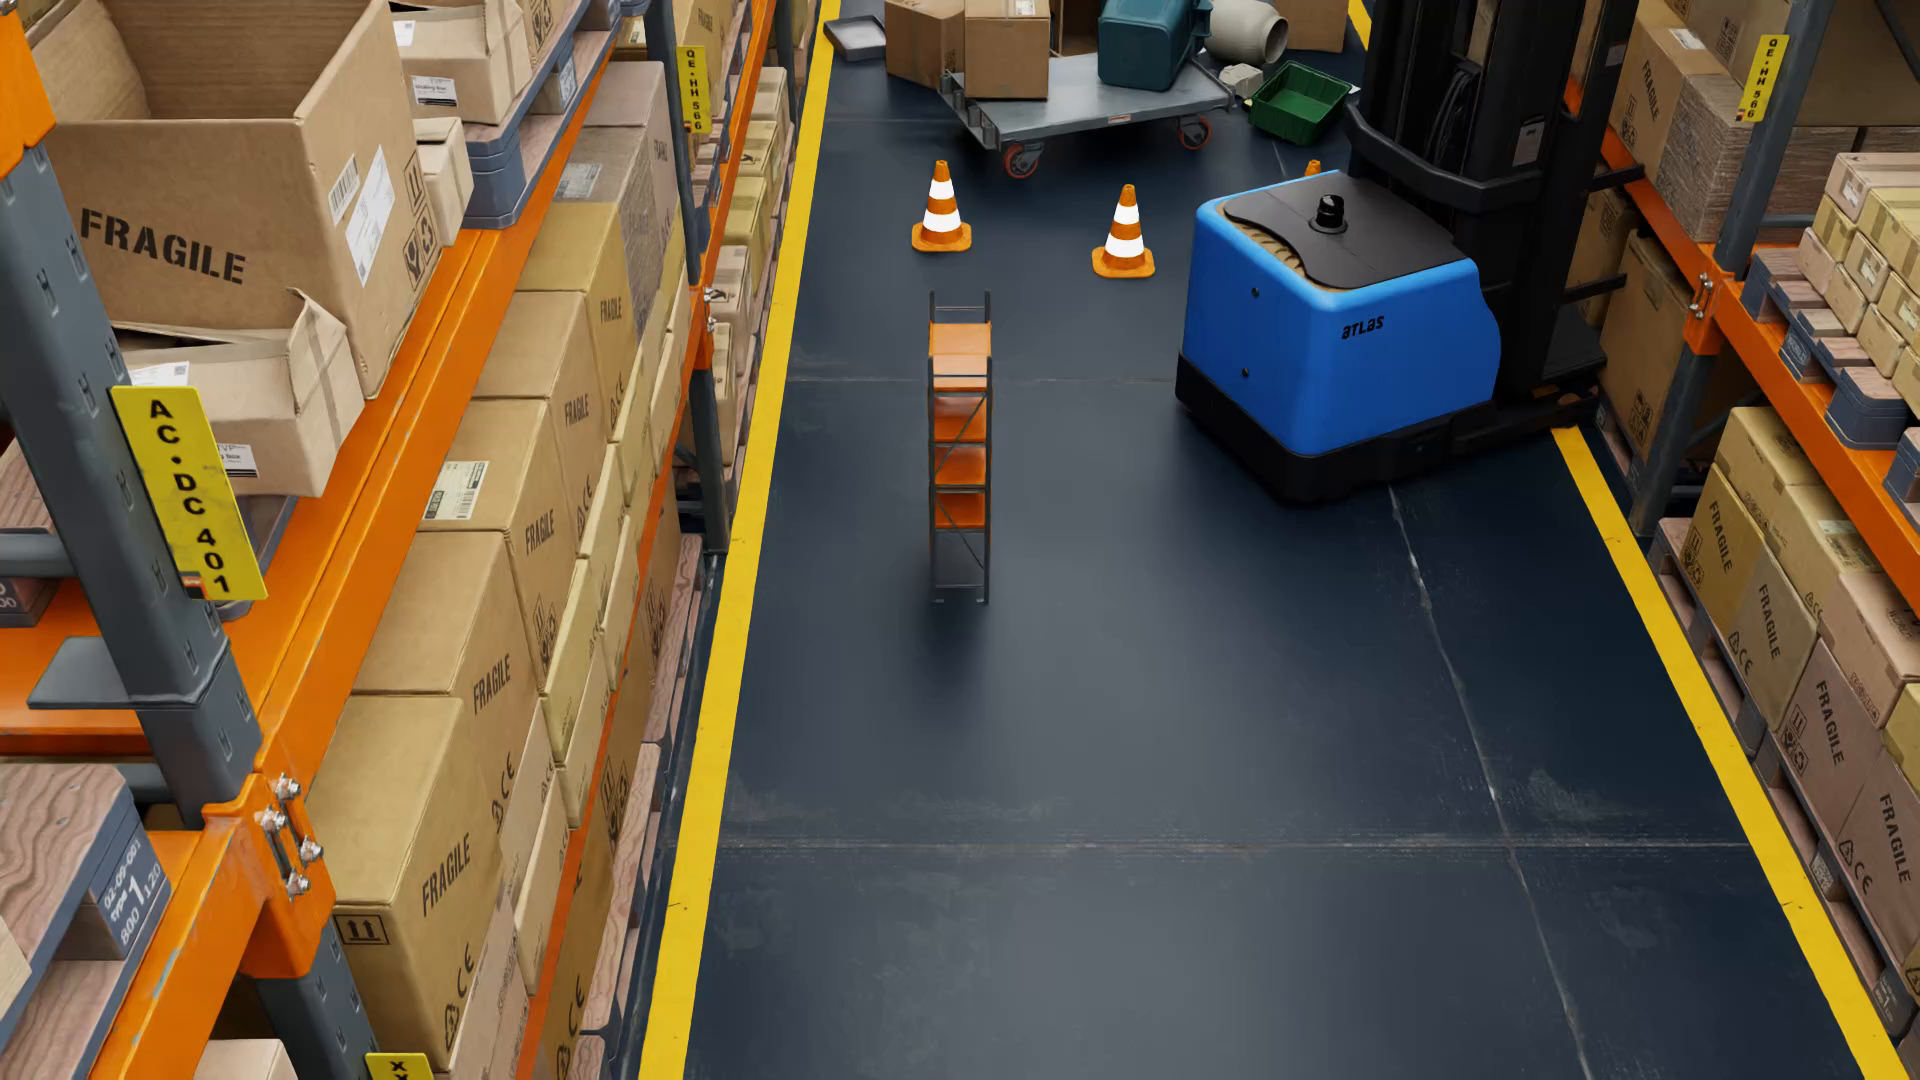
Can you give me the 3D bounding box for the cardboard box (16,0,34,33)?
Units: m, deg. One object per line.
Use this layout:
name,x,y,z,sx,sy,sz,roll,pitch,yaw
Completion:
cardboard box,-6.161,-3.232,10.348,0.500,0.250,0.500,0,39,0

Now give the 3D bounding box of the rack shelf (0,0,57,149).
rack shelf,-1.498,-1.802,3.198,1.077,0.370,4.000,0,39,0

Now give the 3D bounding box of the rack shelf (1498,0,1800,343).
rack shelf,3.447,-2.185,8.153,1.077,0.370,4.000,0,39,0

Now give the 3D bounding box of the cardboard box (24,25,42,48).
cardboard box,-6.138,-3.037,10.505,0.500,0.250,0.500,0,39,0

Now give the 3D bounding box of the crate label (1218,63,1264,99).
crate label,1.842,-3.016,10.904,0.298,0.136,0.250,-28,46,-30

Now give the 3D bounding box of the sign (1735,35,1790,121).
sign,2.894,-1.664,6.002,0.100,0.325,0.005,0,39,0

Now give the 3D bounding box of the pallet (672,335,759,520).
pallet,-1.500,-0.549,7.766,1.003,0.211,1.213,0,39,0

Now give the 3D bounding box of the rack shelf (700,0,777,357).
rack shelf,-1.503,-2.118,8.070,1.077,0.370,4.000,0,39,0

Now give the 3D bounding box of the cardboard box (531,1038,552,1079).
cardboard box,-1.577,1.631,4.180,0.875,0.875,0.875,1,39,1

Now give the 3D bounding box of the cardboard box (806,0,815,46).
cardboard box,-1.248,-3.444,11.011,0.500,0.250,0.500,2,39,3

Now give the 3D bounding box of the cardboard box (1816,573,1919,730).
cardboard box,3.197,0.362,5.463,0.500,0.250,0.500,0,39,0

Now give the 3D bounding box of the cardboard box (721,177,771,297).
cardboard box,-1.495,-1.576,8.583,0.950,0.372,0.625,1,39,1

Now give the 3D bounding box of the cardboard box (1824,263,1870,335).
cardboard box,3.248,-0.833,5.756,0.380,0.149,0.250,2,39,2

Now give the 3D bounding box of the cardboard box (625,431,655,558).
cardboard box,-1.239,-0.139,5.145,0.500,0.250,0.500,0,39,-1

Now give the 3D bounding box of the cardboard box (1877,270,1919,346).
cardboard box,3.255,-0.758,5.424,0.380,0.149,0.250,-1,39,-1

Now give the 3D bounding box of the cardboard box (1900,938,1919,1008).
cardboard box,3.201,1.314,4.874,0.500,0.500,0.500,-1,39,-1

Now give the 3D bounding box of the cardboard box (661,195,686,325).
cardboard box,-1.246,-0.982,5.797,0.500,0.250,0.500,0,39,0

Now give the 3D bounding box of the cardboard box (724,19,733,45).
cardboard box,-1.268,-2.428,7.746,0.380,0.149,0.250,1,39,1

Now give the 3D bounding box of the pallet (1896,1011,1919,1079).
pallet,3.452,1.888,4.726,1.003,0.211,1.213,0,39,0

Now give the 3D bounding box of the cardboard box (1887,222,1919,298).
cardboard box,3.255,-0.902,5.367,0.380,0.149,0.250,0,39,0

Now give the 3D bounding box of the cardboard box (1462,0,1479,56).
cardboard box,3.514,-3.445,10.513,0.875,0.875,0.875,1,39,1

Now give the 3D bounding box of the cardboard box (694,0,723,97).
cardboard box,-1.277,-2.075,6.787,0.500,0.500,0.500,2,39,2

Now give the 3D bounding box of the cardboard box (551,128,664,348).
cardboard box,-1.229,-0.934,5.137,0.500,0.500,0.500,1,39,1

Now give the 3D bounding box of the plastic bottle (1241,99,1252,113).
plastic bottle,1.935,-2.741,10.622,0.133,0.061,0.283,-20,43,-23

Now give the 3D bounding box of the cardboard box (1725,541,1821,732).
cardboard box,3.199,0.353,6.073,0.500,0.500,0.500,0,39,0

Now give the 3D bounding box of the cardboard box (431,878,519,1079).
cardboard box,-1.214,0.941,3.397,0.500,0.250,0.500,-1,39,-1

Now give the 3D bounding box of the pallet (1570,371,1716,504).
pallet,3.524,-0.620,7.855,1.003,0.211,1.213,0,39,0

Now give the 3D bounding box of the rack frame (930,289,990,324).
rack frame,0.000,-0.517,6.936,0.240,1.200,0.015,0,39,0

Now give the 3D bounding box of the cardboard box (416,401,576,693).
cardboard box,-1.235,0.017,3.951,0.500,0.500,0.500,-1,39,-1

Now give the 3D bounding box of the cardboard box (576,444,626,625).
cardboard box,-1.220,-0.017,4.592,0.500,0.250,0.500,-1,39,-1

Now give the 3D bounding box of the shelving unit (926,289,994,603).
shelving unit,0.000,-0.365,6.746,0.258,1.200,0.503,0,39,0

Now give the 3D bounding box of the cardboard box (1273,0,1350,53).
cardboard box,2.417,-3.712,11.480,0.500,0.500,0.500,6,39,8

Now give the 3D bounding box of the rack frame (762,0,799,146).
rack frame,-1.505,-3.650,9.406,1.000,3.000,0.127,0,39,0

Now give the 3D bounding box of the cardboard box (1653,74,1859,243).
cardboard box,3.180,-1.536,6.688,0.500,0.500,0.500,0,39,0

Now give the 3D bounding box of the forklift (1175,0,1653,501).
forklift,2.589,-1.951,7.341,3.031,2.935,1.130,-17,42,-20

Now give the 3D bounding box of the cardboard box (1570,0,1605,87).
cardboard box,3.176,-2.481,7.867,0.500,0.500,0.500,1,39,1

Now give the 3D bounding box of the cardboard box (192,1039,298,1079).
cardboard box,-1.177,0.863,2.376,0.380,0.149,0.250,-1,39,-1

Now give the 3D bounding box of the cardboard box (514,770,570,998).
cardboard box,-1.234,0.813,3.957,0.500,0.250,0.500,-1,39,-1

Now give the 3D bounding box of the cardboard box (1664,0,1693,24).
cardboard box,3.454,-2.562,7.169,0.700,0.500,0.500,-1,39,-1

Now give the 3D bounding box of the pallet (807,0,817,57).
pallet,-1.545,-3.746,11.756,1.003,0.211,1.213,0,39,0

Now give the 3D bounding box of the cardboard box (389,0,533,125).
cardboard box,-1.148,-1.072,3.562,0.396,0.266,0.258,3,39,4

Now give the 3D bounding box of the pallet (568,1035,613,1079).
pallet,-1.572,1.959,4.637,1.003,0.211,1.213,0,39,0

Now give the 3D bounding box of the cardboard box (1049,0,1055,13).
cardboard box,1.024,-4.080,11.939,0.797,0.503,0.637,-28,46,-30

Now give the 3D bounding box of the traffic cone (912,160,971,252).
traffic cone,-0.104,-1.885,9.233,0.336,0.463,0.334,0,39,0

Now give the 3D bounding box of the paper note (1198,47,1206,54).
paper note,1.613,-3.403,11.478,0.172,0.023,0.155,13,40,15

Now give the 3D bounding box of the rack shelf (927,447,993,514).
rack shelf,0.000,-0.312,6.788,0.258,0.148,0.480,0,39,0

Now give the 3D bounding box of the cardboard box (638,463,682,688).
cardboard box,-1.583,-0.051,6.278,0.875,0.875,0.875,0,39,0

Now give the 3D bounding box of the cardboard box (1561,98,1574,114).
cardboard box,3.533,-2.011,8.824,1.050,0.750,0.750,0,39,0

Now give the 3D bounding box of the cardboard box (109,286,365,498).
cardboard box,-1.146,-0.242,2.526,0.396,0.266,0.258,0,39,0

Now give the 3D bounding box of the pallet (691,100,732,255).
pallet,-1.608,-1.519,6.900,1.213,0.211,1.003,0,39,0

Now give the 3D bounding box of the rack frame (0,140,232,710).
rack frame,-1.496,-0.988,1.287,1.000,3.000,0.127,0,39,0

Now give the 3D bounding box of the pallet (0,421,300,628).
pallet,-1.546,-0.316,3.000,0.805,0.209,1.217,-1,39,-2
